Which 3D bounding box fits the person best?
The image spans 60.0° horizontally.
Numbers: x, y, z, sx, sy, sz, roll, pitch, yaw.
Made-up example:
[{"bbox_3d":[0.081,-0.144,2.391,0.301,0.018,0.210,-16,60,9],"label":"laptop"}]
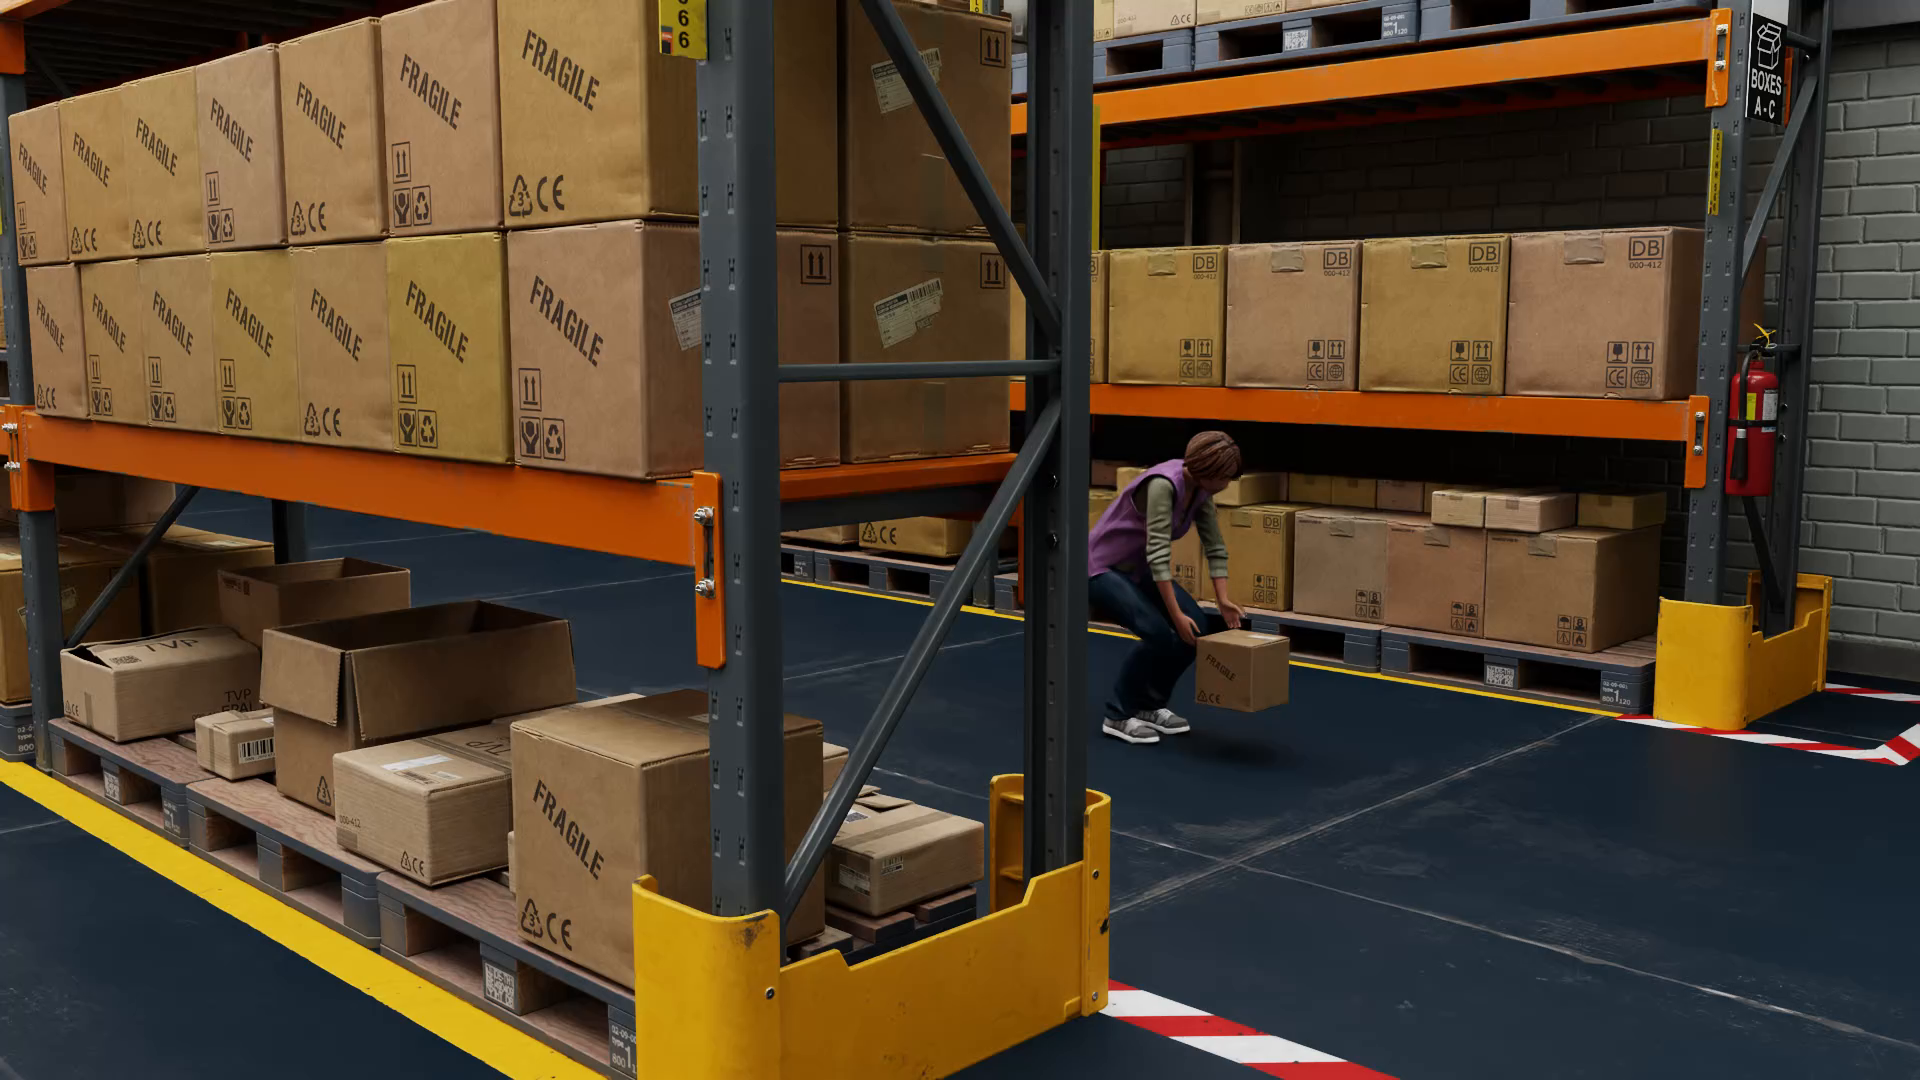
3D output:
[{"bbox_3d":[0.784,0.177,6.500,0.698,1.203,0.462,7,10,43],"label":"person"}]
